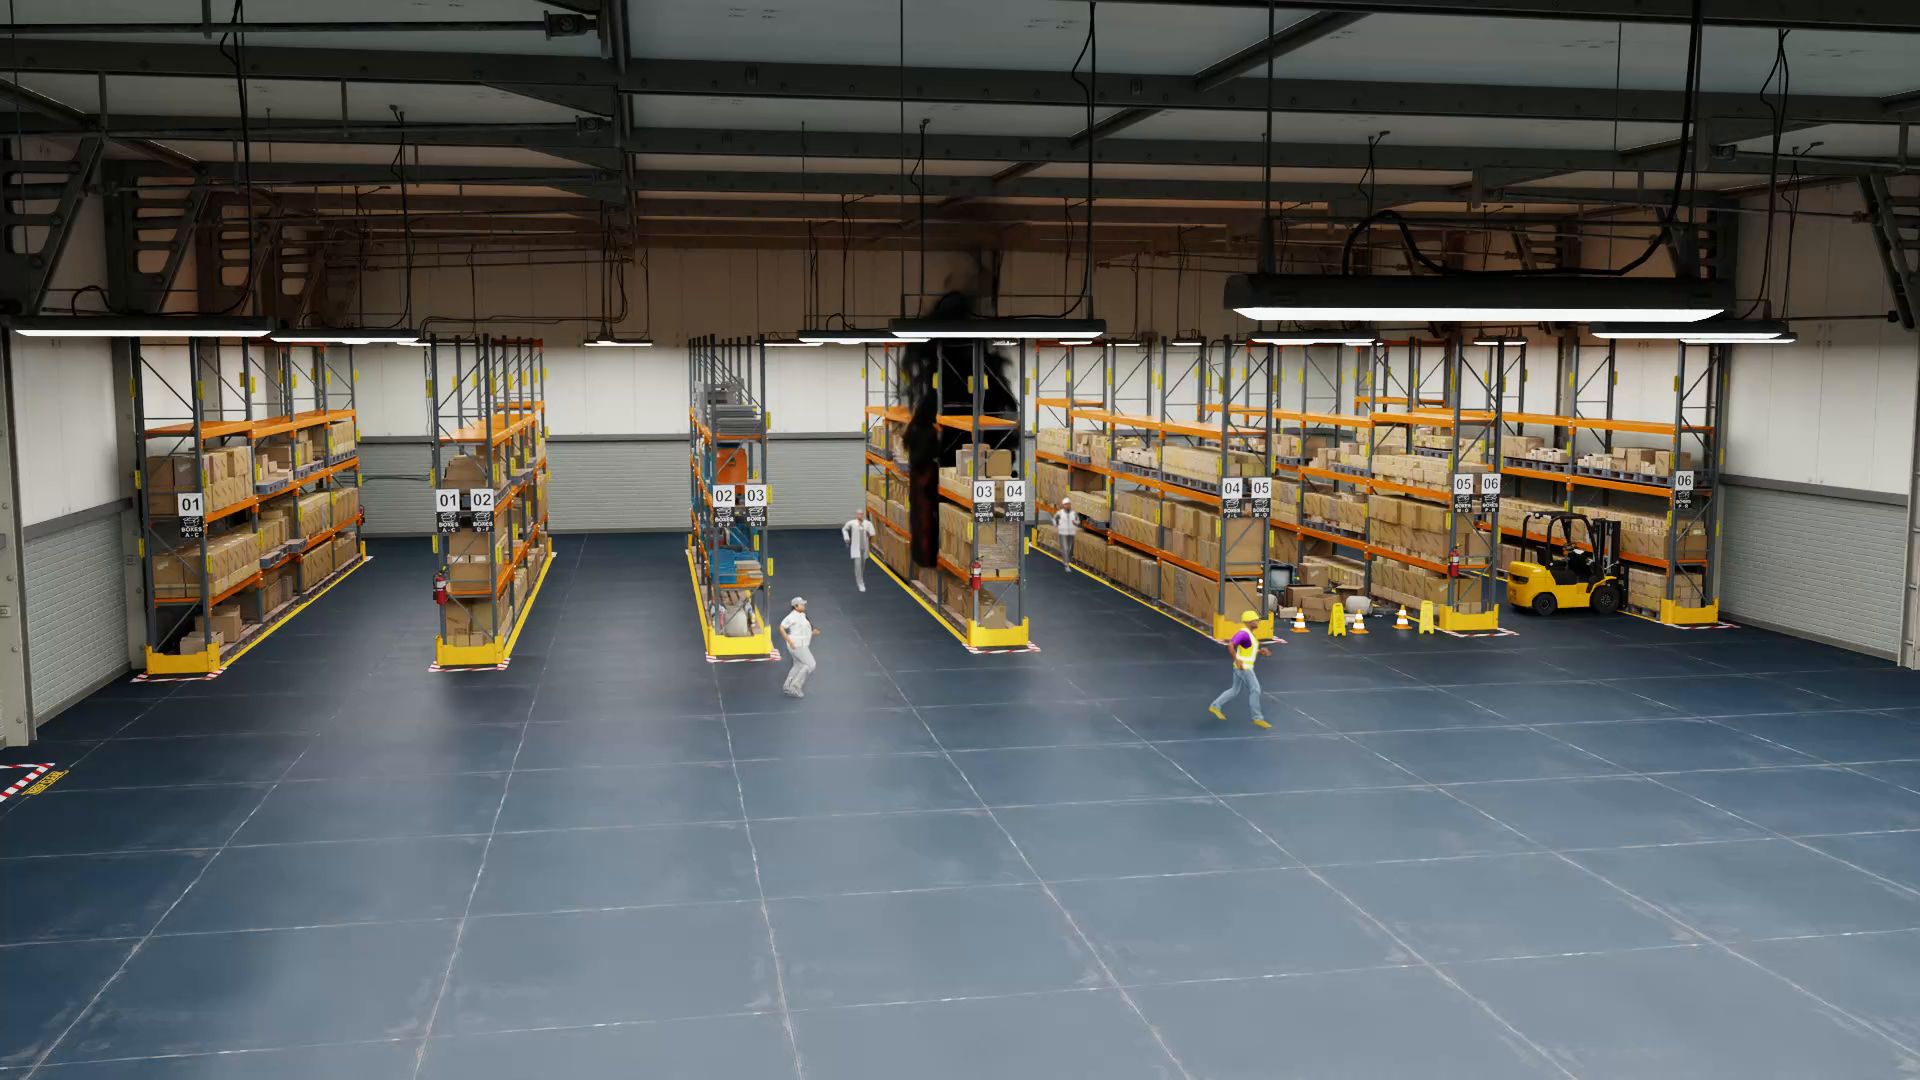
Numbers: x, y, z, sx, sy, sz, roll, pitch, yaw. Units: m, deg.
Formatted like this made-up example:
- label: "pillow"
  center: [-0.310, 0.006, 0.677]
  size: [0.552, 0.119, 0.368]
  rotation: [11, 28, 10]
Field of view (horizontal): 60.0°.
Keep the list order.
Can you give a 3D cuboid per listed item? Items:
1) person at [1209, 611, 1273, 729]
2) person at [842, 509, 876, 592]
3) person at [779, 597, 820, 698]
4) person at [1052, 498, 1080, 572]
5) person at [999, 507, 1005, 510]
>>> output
- label: "person"
  center: [4.284, 1.954, 25.294]
  size: [0.971, 1.779, 0.646]
  rotation: [1, 7, 9]
- label: "person"
  center: [-2.250, 0.211, 37.664]
  size: [0.687, 1.821, 0.894]
  rotation: [-3, 7, -22]
- label: "person"
  center: [-2.632, 1.774, 27.402]
  size: [0.660, 1.650, 0.578]
  rotation: [1, 7, 8]
- label: "person"
  center: [2.625, -0.124, 40.715]
  size: [0.653, 1.804, 0.899]
  rotation: [-2, 7, -14]
- label: "person"
  center: [0.974, -0.639, 47.974]
  size: [0.656, 1.801, 0.699]
  rotation: [2, 7, 17]
